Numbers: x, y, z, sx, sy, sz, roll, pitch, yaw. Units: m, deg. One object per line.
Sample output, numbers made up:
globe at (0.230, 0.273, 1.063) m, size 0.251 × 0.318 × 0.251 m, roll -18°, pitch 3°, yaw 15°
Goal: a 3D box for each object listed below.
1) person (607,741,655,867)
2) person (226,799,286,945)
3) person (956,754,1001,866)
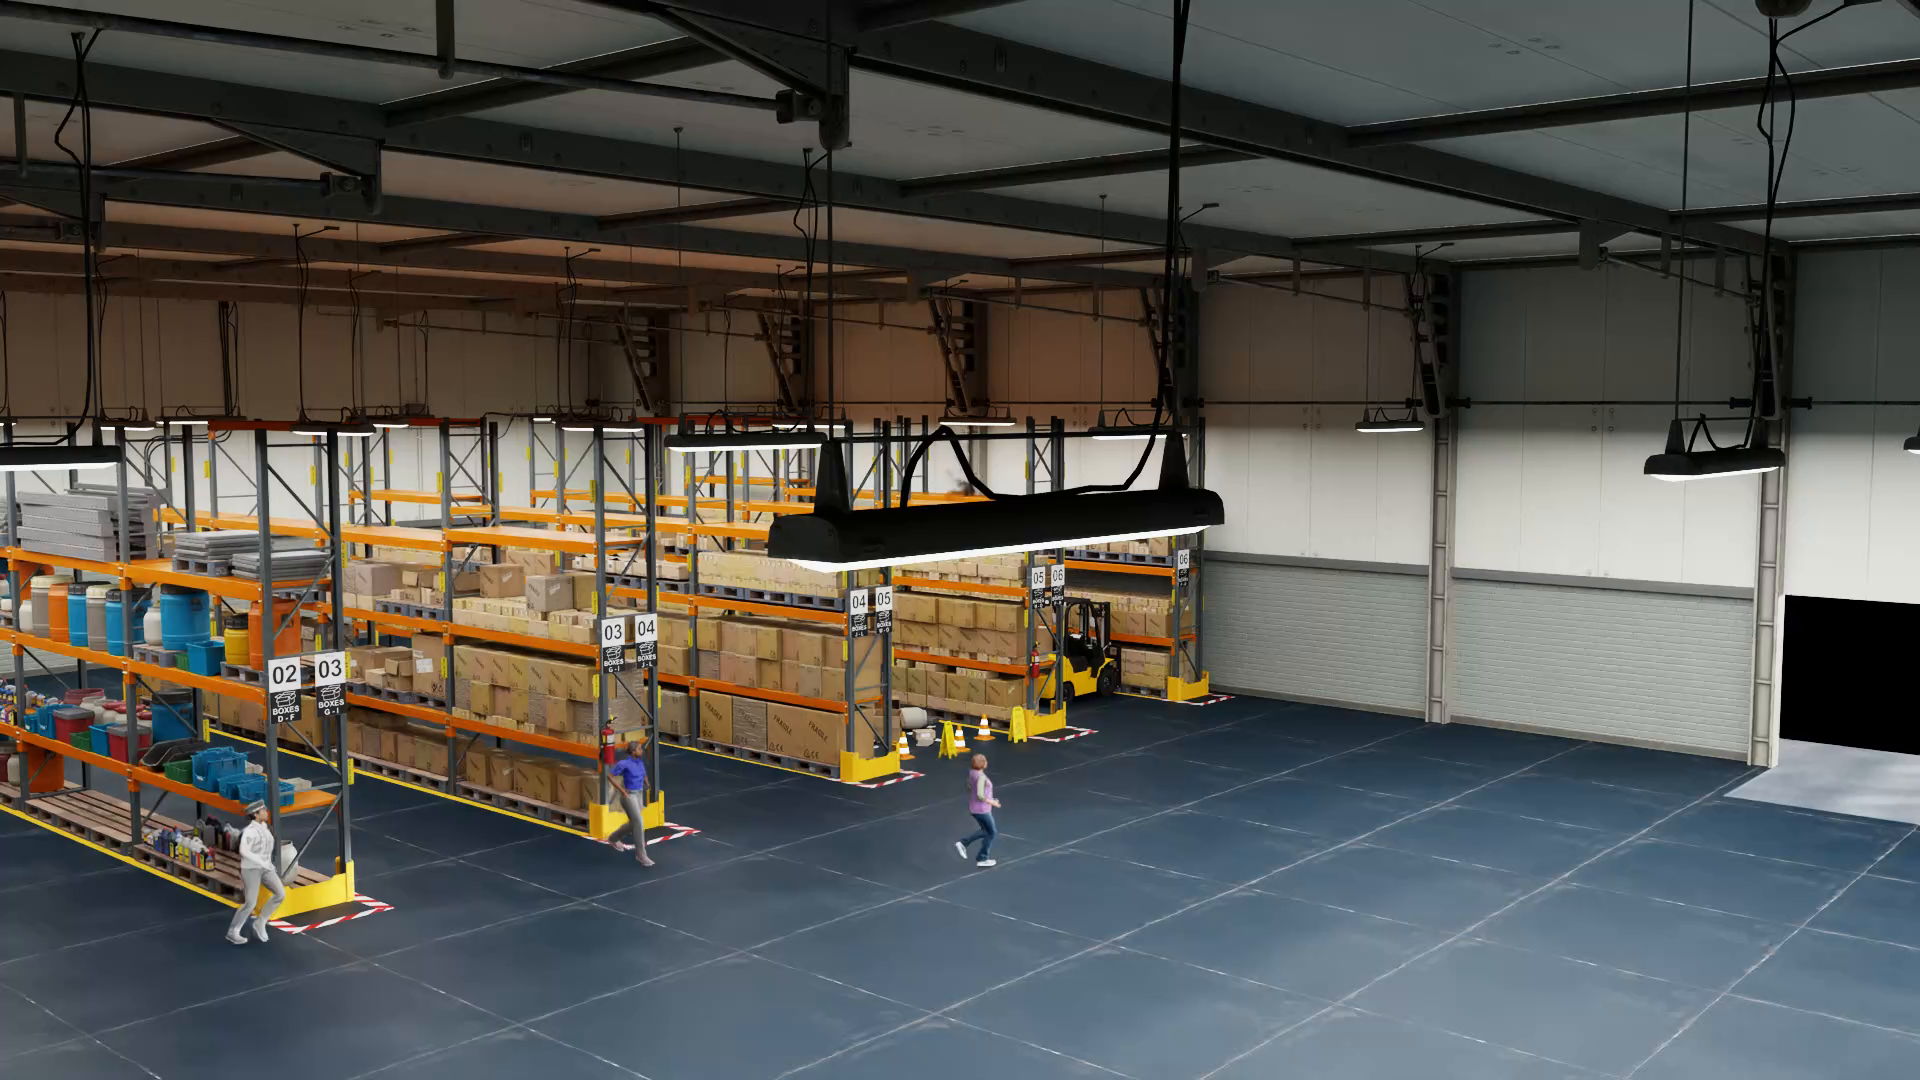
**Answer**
person at (-4.527, 3.608, 23.038) m, size 0.940 × 1.633 × 0.602 m, roll 2°, pitch 5°, yaw 22°
person at (-8.259, 3.881, 19.585) m, size 0.618 × 1.662 × 0.673 m, roll 0°, pitch 5°, yaw 4°
person at (0.240, 3.686, 22.607) m, size 0.567 × 1.530 × 0.535 m, roll -2°, pitch 5°, yaw -18°
